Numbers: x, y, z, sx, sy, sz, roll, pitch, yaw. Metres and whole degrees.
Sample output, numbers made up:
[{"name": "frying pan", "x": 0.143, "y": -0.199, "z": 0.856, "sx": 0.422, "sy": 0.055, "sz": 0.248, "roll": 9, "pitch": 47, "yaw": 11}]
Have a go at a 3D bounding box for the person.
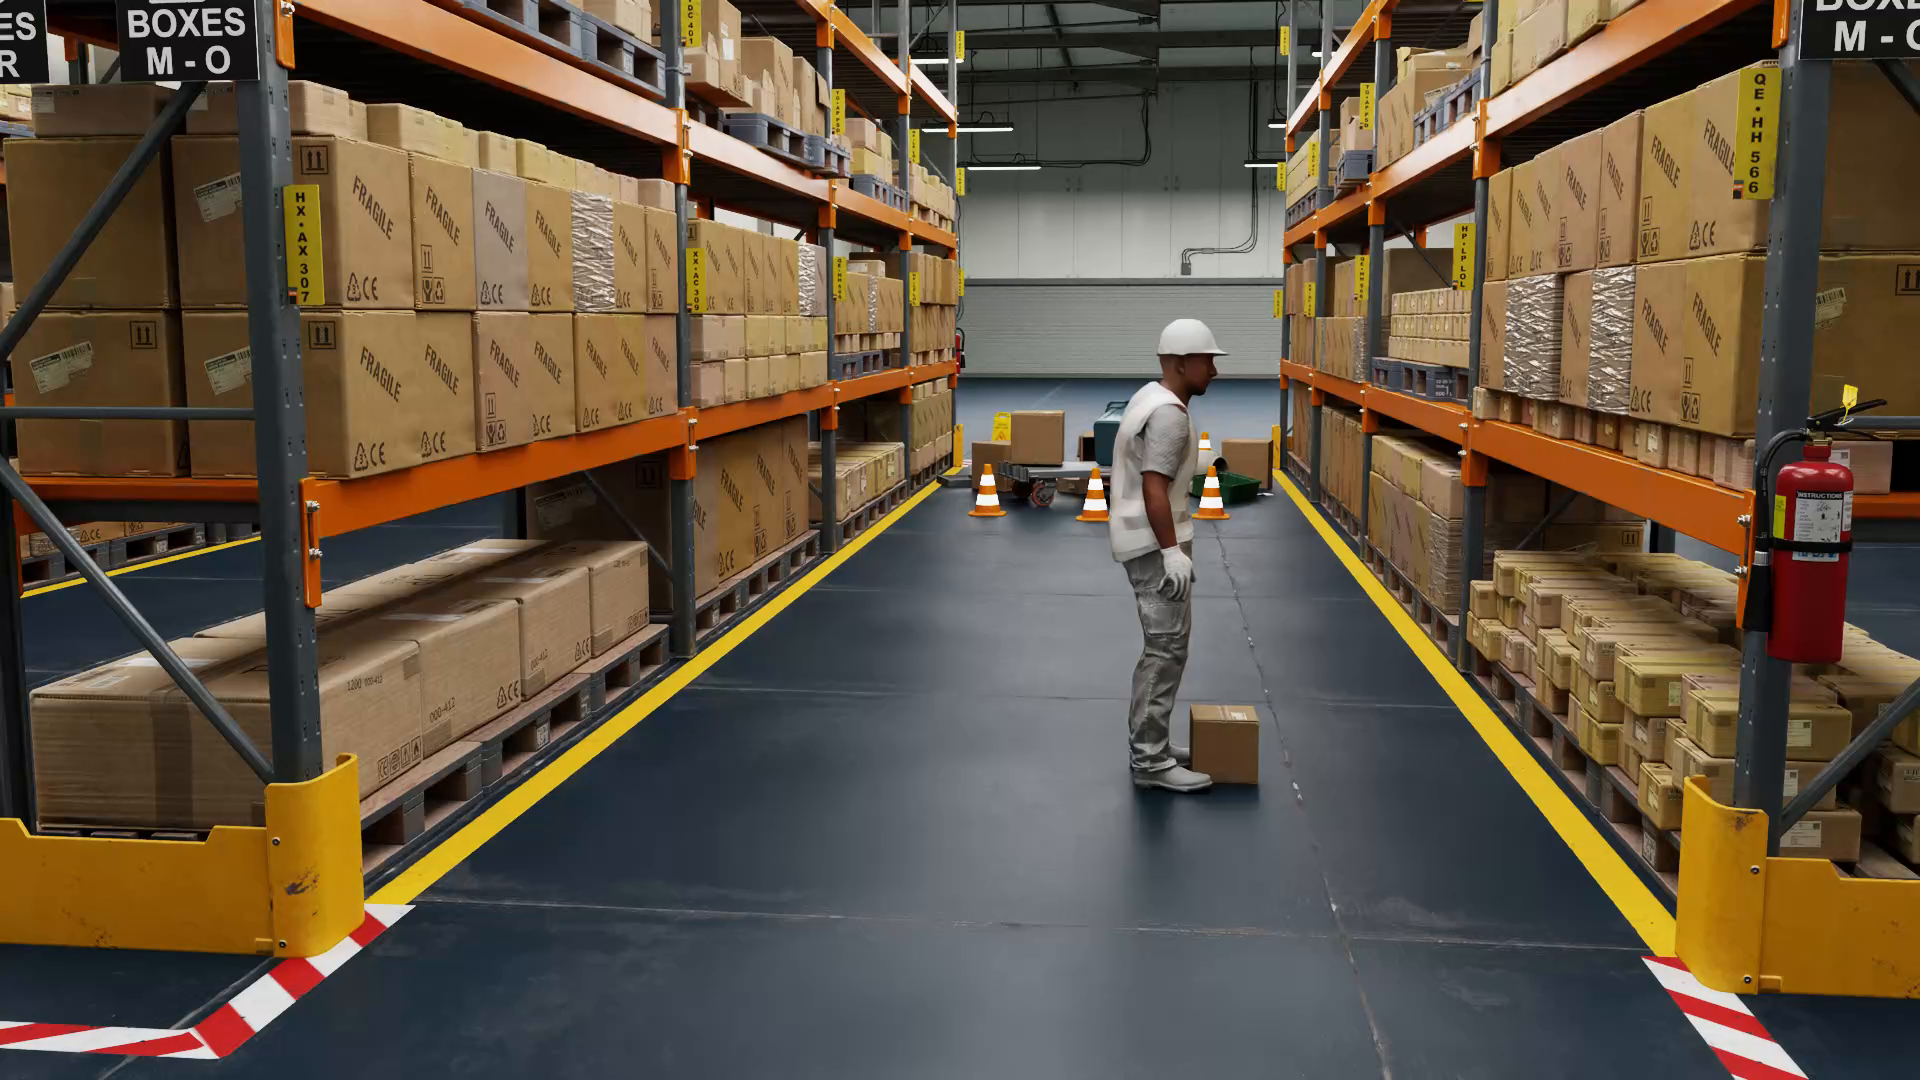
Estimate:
[{"name": "person", "x": 0.798, "y": 0.043, "z": 6.420, "sx": 0.446, "sy": 1.774, "sz": 0.617, "roll": 1, "pitch": 8, "yaw": 7}]
